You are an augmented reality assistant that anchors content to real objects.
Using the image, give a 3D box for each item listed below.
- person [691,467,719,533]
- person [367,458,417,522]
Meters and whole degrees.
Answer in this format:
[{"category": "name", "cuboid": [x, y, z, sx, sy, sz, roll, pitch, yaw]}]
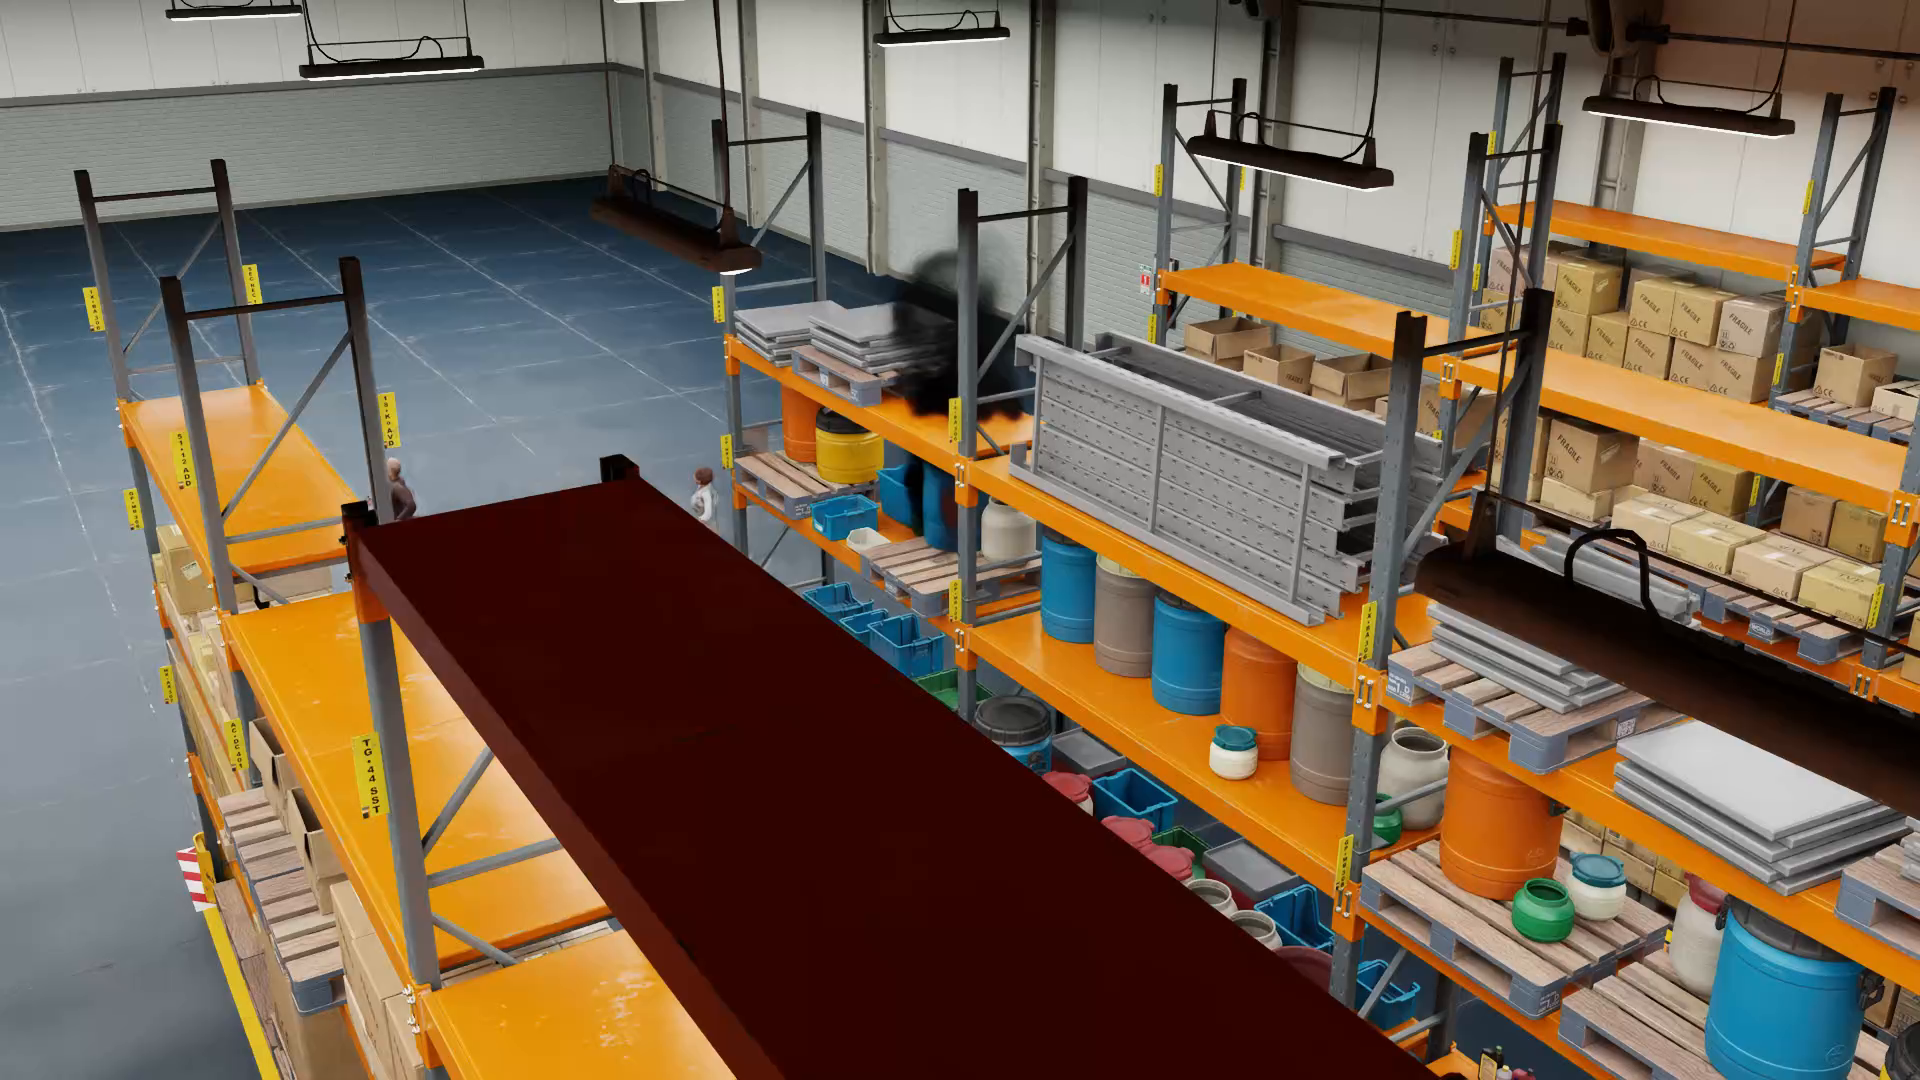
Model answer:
[{"category": "person", "cuboid": [-3.005, -0.135, 19.664, 0.543, 1.557, 0.540, -3, 22, -8]}, {"category": "person", "cuboid": [-6.470, -0.099, 19.200, 1.049, 1.781, 0.710, -3, 22, -8]}]
